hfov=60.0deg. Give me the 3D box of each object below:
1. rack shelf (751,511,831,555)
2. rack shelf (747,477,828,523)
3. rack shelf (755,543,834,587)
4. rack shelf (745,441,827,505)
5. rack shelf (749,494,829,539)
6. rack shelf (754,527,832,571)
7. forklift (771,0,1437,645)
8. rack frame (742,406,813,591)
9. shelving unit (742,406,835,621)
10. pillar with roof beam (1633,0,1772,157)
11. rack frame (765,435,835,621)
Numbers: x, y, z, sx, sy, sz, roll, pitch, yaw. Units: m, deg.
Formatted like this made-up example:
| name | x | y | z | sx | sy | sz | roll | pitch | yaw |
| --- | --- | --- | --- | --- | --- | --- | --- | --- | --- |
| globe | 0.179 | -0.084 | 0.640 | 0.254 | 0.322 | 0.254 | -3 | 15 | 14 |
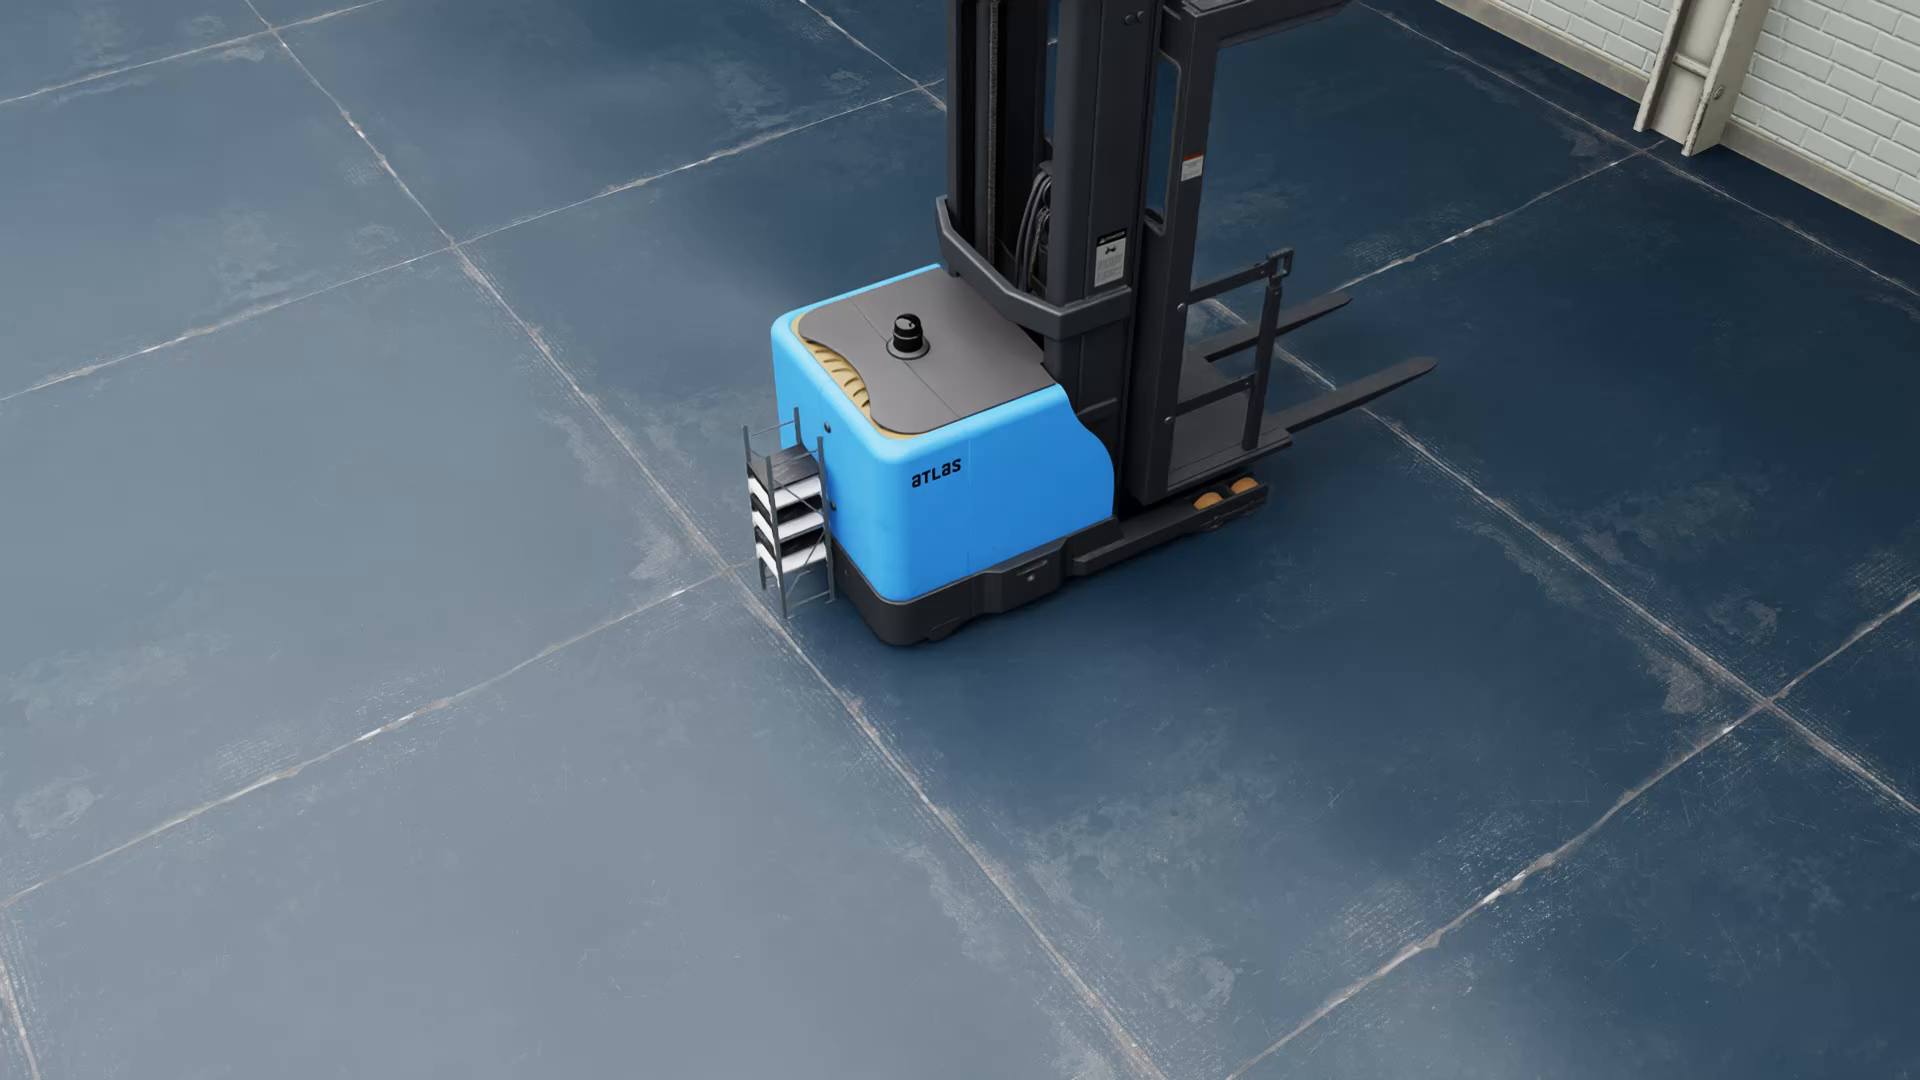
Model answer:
| name | x | y | z | sx | sy | sz | roll | pitch | yaw |
| --- | --- | --- | --- | --- | --- | --- | --- | --- | --- |
| rack shelf | -0.681 | -0.069 | 6.709 | 0.258 | 0.077 | 0.200 | -22 | 48 | -21 |
| rack shelf | -0.682 | -0.199 | 6.584 | 0.258 | 0.077 | 0.200 | -22 | 48 | -21 |
| rack shelf | -0.680 | 0.061 | 6.833 | 0.258 | 0.077 | 0.200 | -22 | 48 | -21 |
| rack shelf | -0.682 | -0.264 | 6.522 | 0.258 | 0.077 | 0.200 | -22 | 48 | -21 |
| rack shelf | -0.681 | -0.134 | 6.646 | 0.258 | 0.077 | 0.200 | -22 | 48 | -21 |
| rack shelf | -0.681 | -0.004 | 6.771 | 0.258 | 0.077 | 0.200 | -22 | 48 | -21 |
| forklift | 0.763 | -1.397 | 6.582 | 3.031 | 2.935 | 1.130 | -22 | 48 | -21 |
| rack frame | -0.732 | -0.153 | 6.749 | 0.240 | 0.900 | 0.006 | -22 | 48 | -21 |
| shelving unit | -0.681 | -0.093 | 6.686 | 0.258 | 0.900 | 0.210 | -22 | 48 | -21 |
| pillar with roof beam | 0.664 | -3.925 | 4.835 | 9.100 | 9.000 | 0.400 | -26 | 49 | -24 |
| rack frame | -0.630 | -0.032 | 6.622 | 0.240 | 0.900 | 0.006 | -22 | 48 | -21 |
